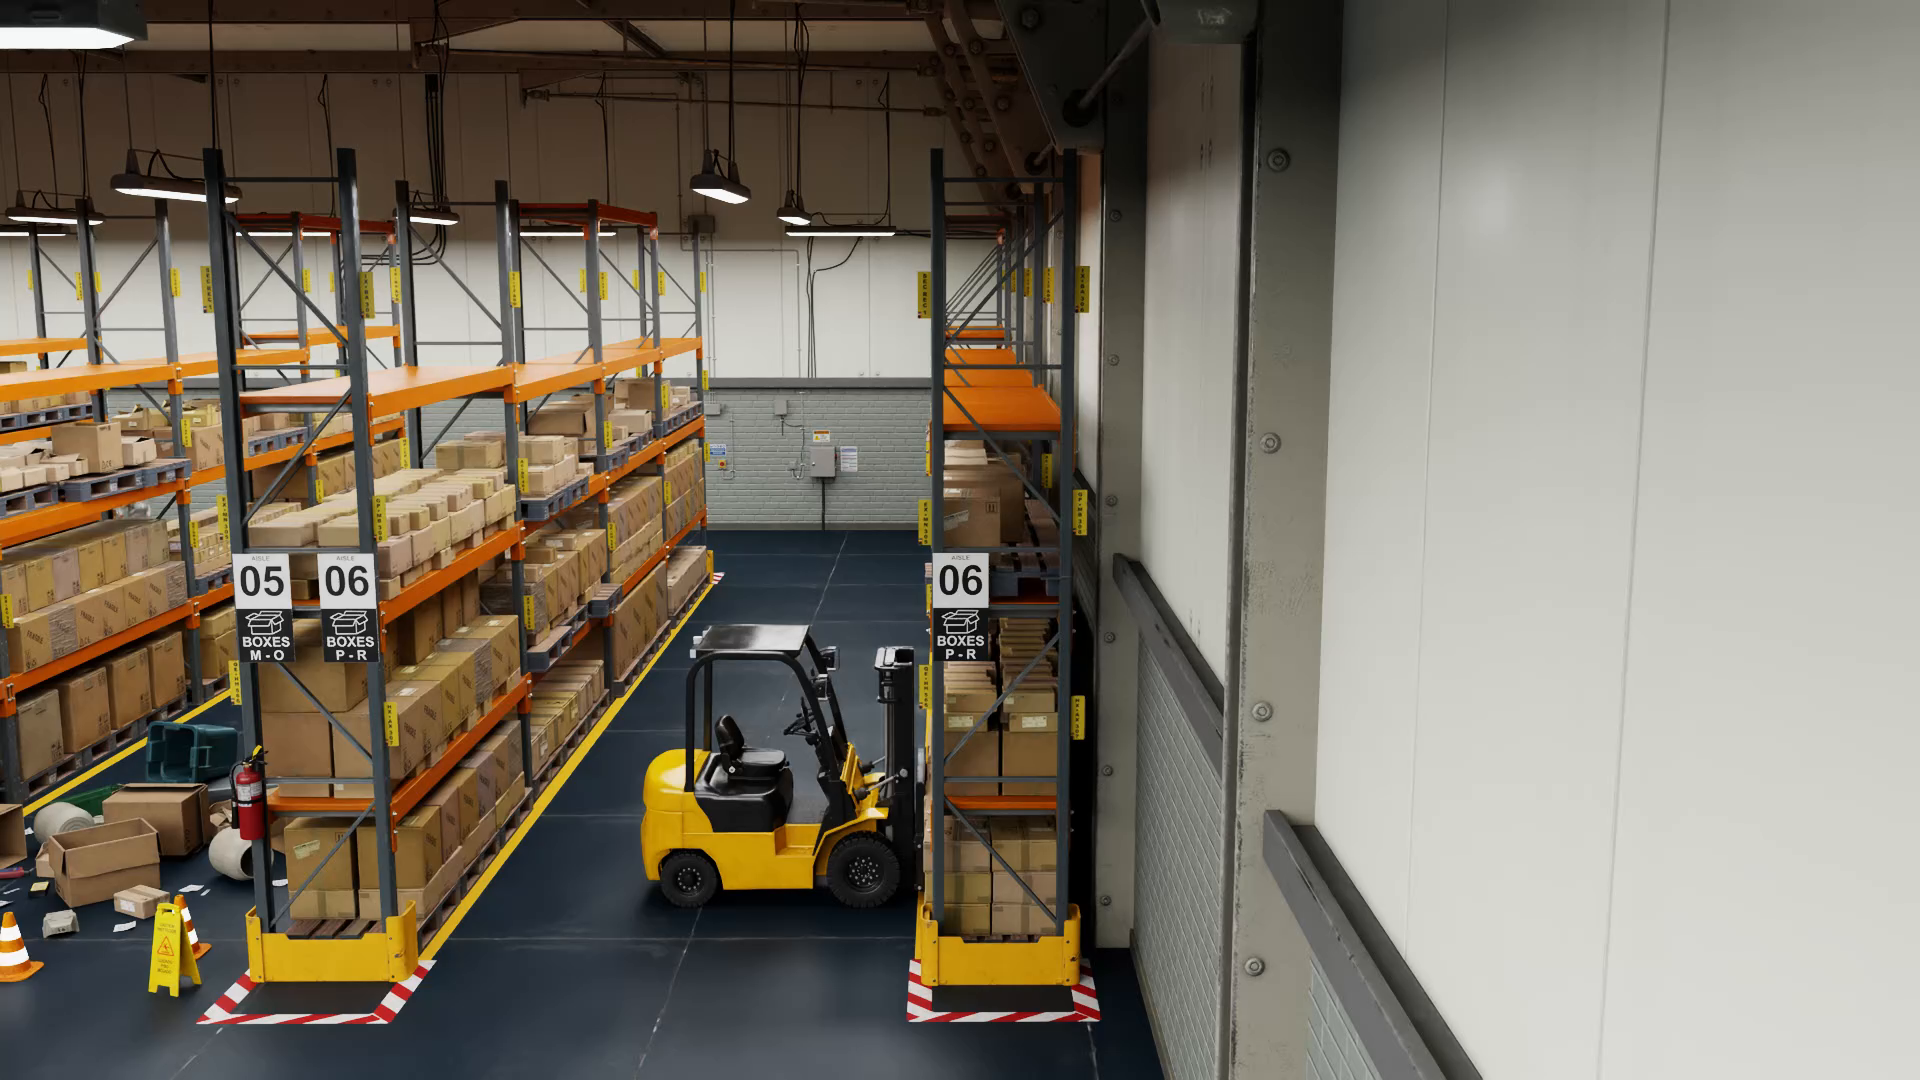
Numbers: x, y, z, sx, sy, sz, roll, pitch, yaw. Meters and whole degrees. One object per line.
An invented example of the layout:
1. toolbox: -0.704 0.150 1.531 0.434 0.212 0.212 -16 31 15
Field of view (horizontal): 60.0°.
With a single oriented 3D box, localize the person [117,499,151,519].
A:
1. person: -14.441 -0.229 29.026 0.635 1.573 0.555 4 10 24
